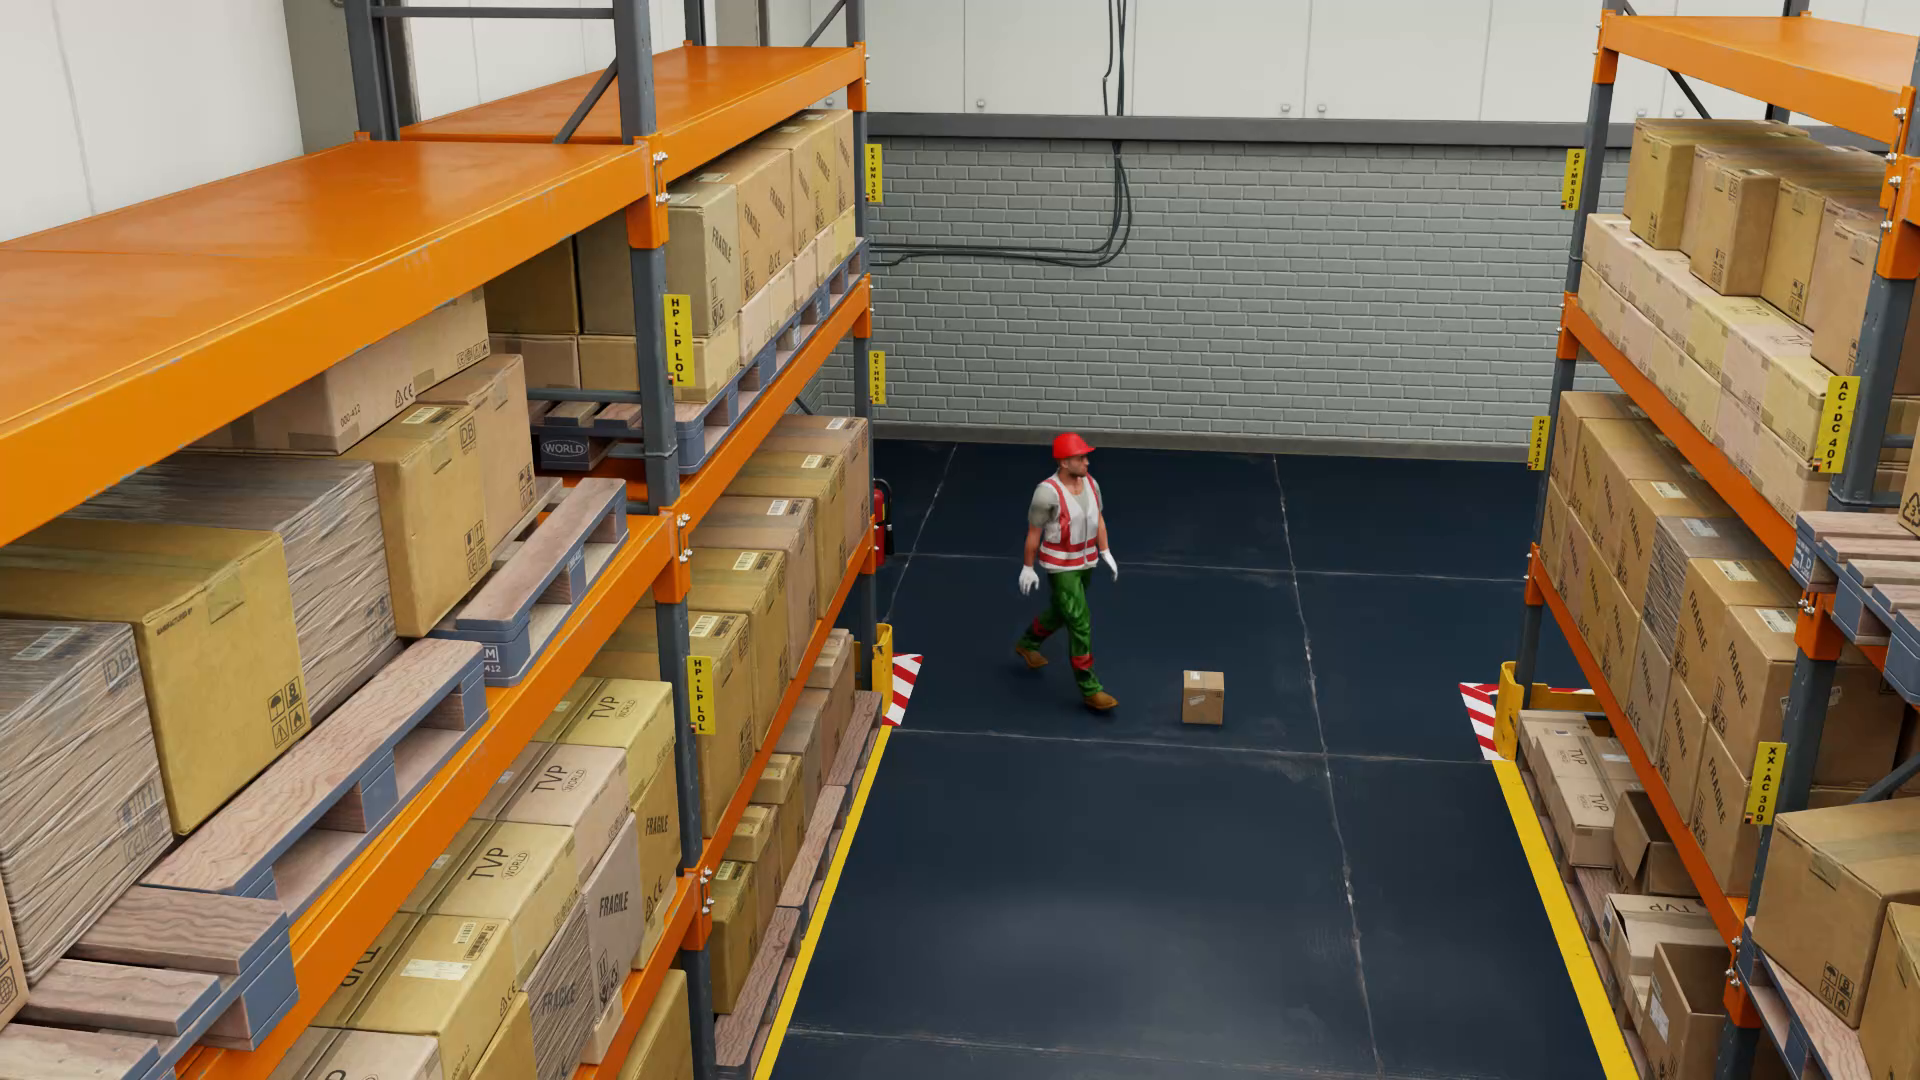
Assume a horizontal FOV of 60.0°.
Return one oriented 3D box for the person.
[{"bbox_3d":[0.715,0.158,10.648,0.609,1.761,1.012,-18,28,-39],"label":"person"}]
